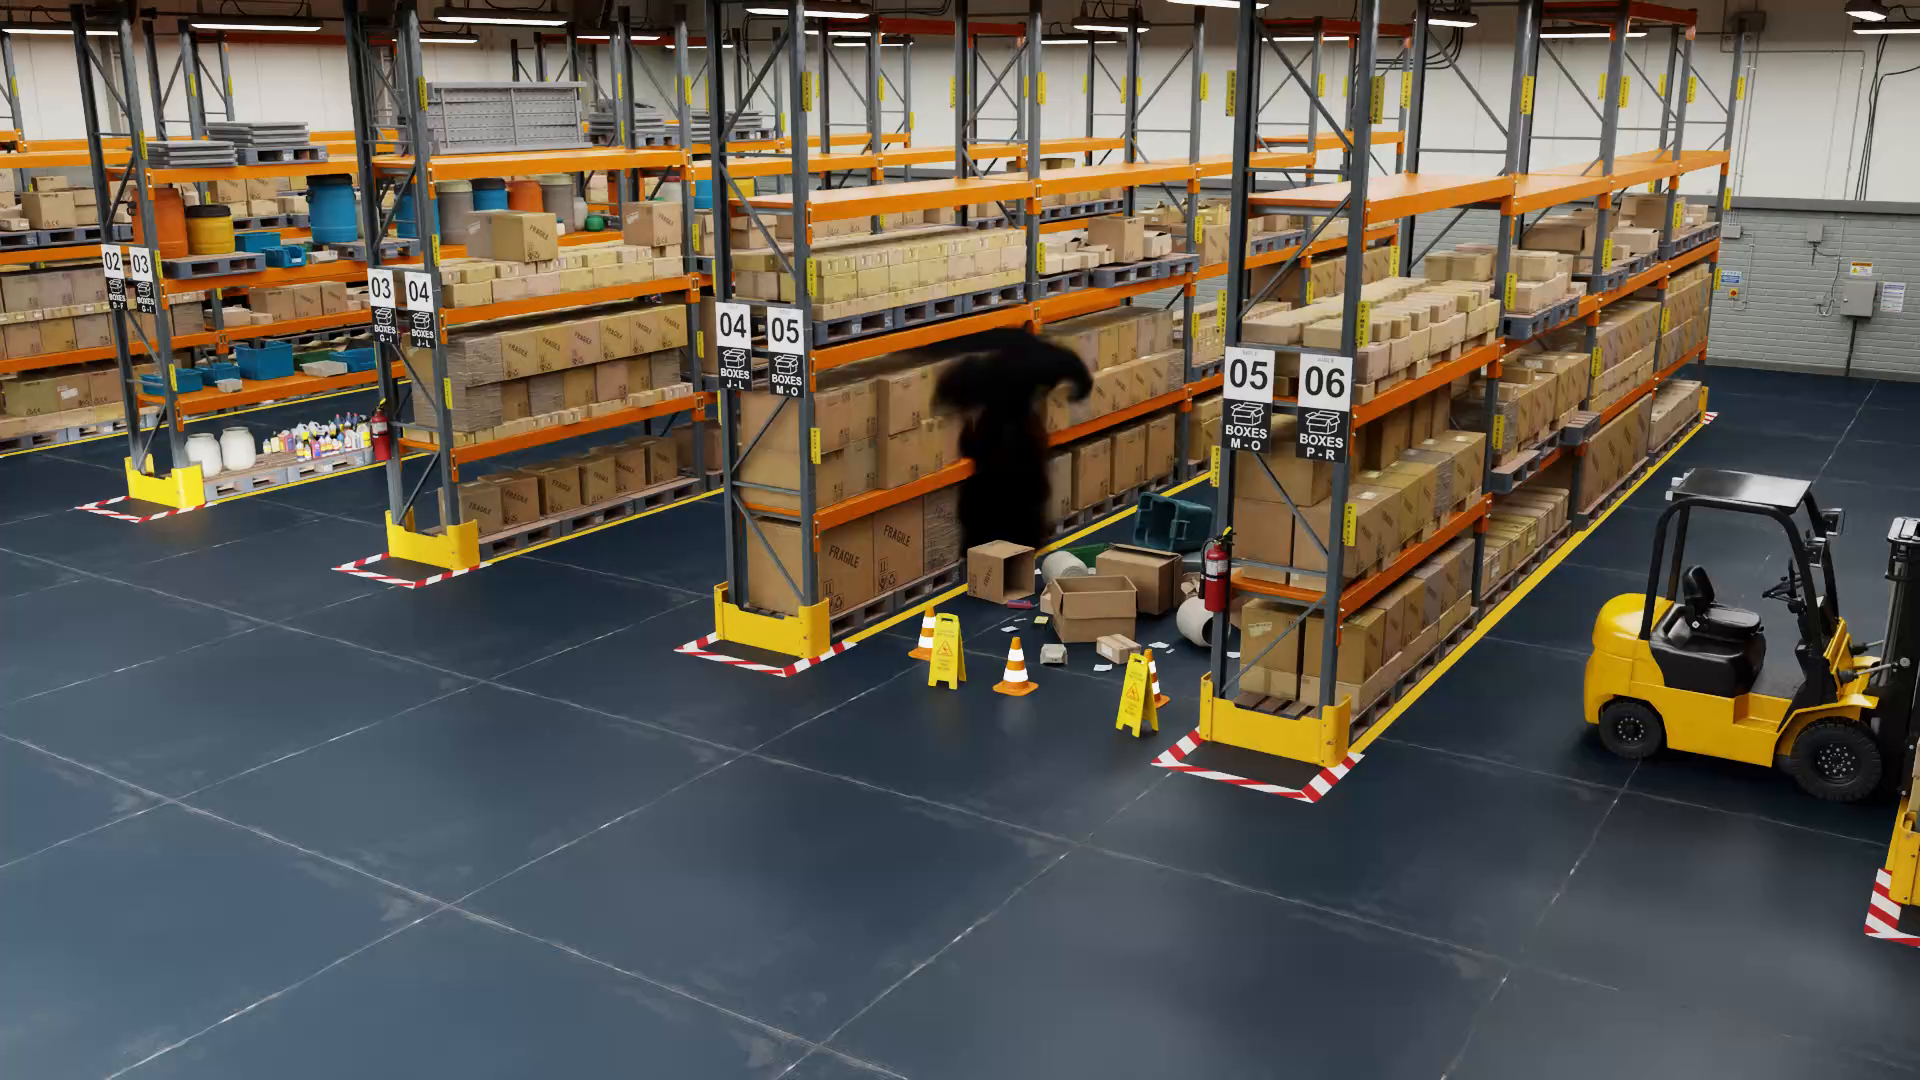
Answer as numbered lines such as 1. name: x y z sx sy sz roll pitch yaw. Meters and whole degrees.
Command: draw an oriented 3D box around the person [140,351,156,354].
1. person: -13.594 -3.265 28.039 0.684 1.571 0.855 2 16 8
